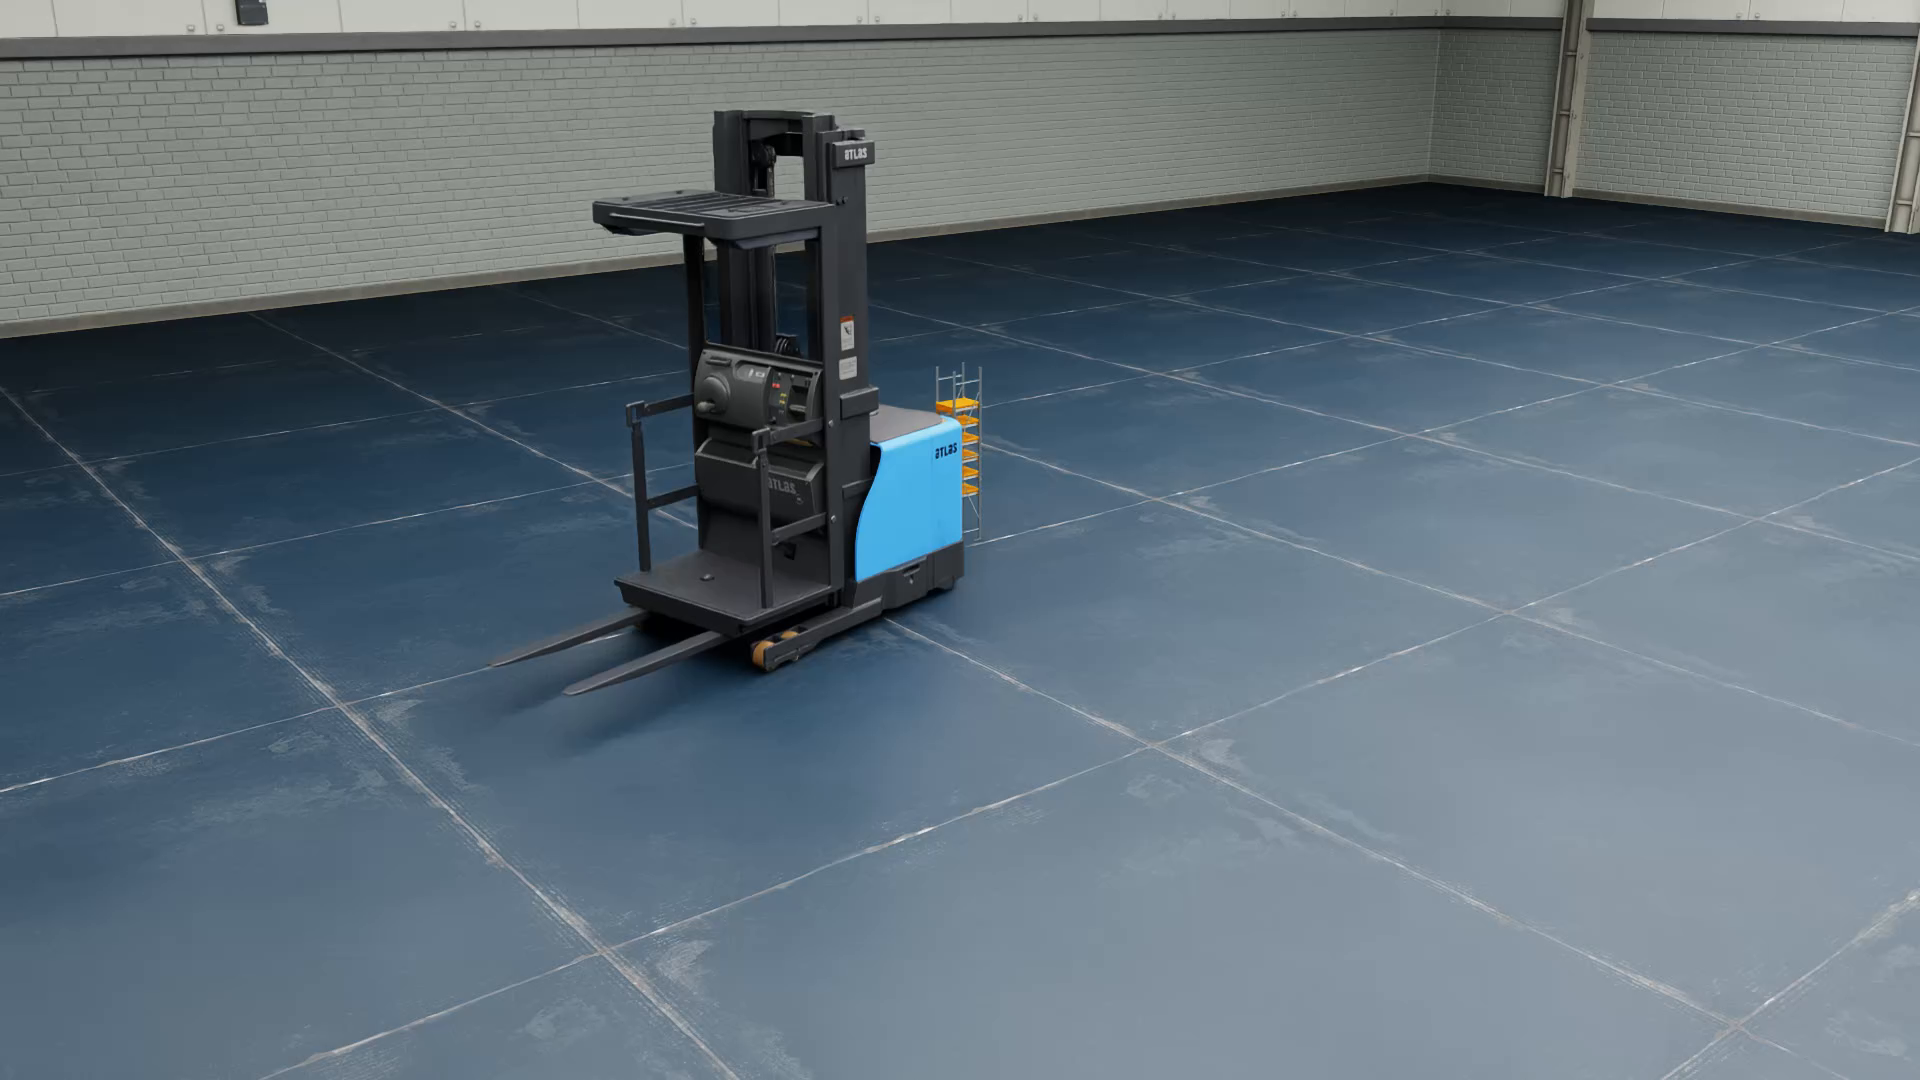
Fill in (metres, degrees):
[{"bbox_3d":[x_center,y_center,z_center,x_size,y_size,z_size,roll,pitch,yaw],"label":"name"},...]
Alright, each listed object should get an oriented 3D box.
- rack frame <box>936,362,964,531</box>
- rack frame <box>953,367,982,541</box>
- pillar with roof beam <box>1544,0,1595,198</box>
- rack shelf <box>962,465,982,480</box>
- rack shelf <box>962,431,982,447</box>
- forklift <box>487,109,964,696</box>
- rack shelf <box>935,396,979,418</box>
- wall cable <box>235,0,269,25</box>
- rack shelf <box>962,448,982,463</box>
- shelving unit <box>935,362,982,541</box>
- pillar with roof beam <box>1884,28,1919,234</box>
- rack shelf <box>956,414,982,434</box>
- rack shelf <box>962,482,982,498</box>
[{"bbox_3d":[-0.066,-0.596,11.253,0.240,1.200,0.006,-14,23,-36],"label":"rack frame"},{"bbox_3d":[0.048,-0.551,11.117,0.240,1.200,0.006,-14,23,-36],"label":"rack frame"},{"bbox_3d":[7.517,-9.693,26.320,9.100,9.000,0.400,-14,23,-36],"label":"pillar with roof beam"},{"bbox_3d":[-0.009,-0.417,11.236,0.258,0.103,0.180,-14,23,-36],"label":"rack shelf"},{"bbox_3d":[-0.009,-0.645,11.161,0.258,0.103,0.180,-14,23,-36],"label":"rack shelf"},{"bbox_3d":[-1.279,-0.843,9.244,1.130,2.935,3.031,14,23,36],"label":"forklift"},{"bbox_3d":[-0.009,-0.873,11.085,0.258,0.103,0.180,-14,23,-36],"label":"rack shelf"},{"bbox_3d":[-7.142,-8.833,18.312,2.305,6.003,0.169,-14,23,-36],"label":"wall cable"},{"bbox_3d":[-0.009,-0.531,11.199,0.258,0.103,0.180,-14,23,-36],"label":"rack shelf"},{"bbox_3d":[-0.009,-0.573,11.185,0.258,1.200,0.189,-14,23,-36],"label":"shelving unit"},{"bbox_3d":[11.242,-8.215,21.855,9.100,9.000,0.400,-14,23,-36],"label":"pillar with roof beam"},{"bbox_3d":[-0.009,-0.759,11.123,0.258,0.103,0.180,-14,23,-36],"label":"rack shelf"},{"bbox_3d":[-0.009,-0.303,11.274,0.258,0.103,0.180,-14,23,-36],"label":"rack shelf"}]
